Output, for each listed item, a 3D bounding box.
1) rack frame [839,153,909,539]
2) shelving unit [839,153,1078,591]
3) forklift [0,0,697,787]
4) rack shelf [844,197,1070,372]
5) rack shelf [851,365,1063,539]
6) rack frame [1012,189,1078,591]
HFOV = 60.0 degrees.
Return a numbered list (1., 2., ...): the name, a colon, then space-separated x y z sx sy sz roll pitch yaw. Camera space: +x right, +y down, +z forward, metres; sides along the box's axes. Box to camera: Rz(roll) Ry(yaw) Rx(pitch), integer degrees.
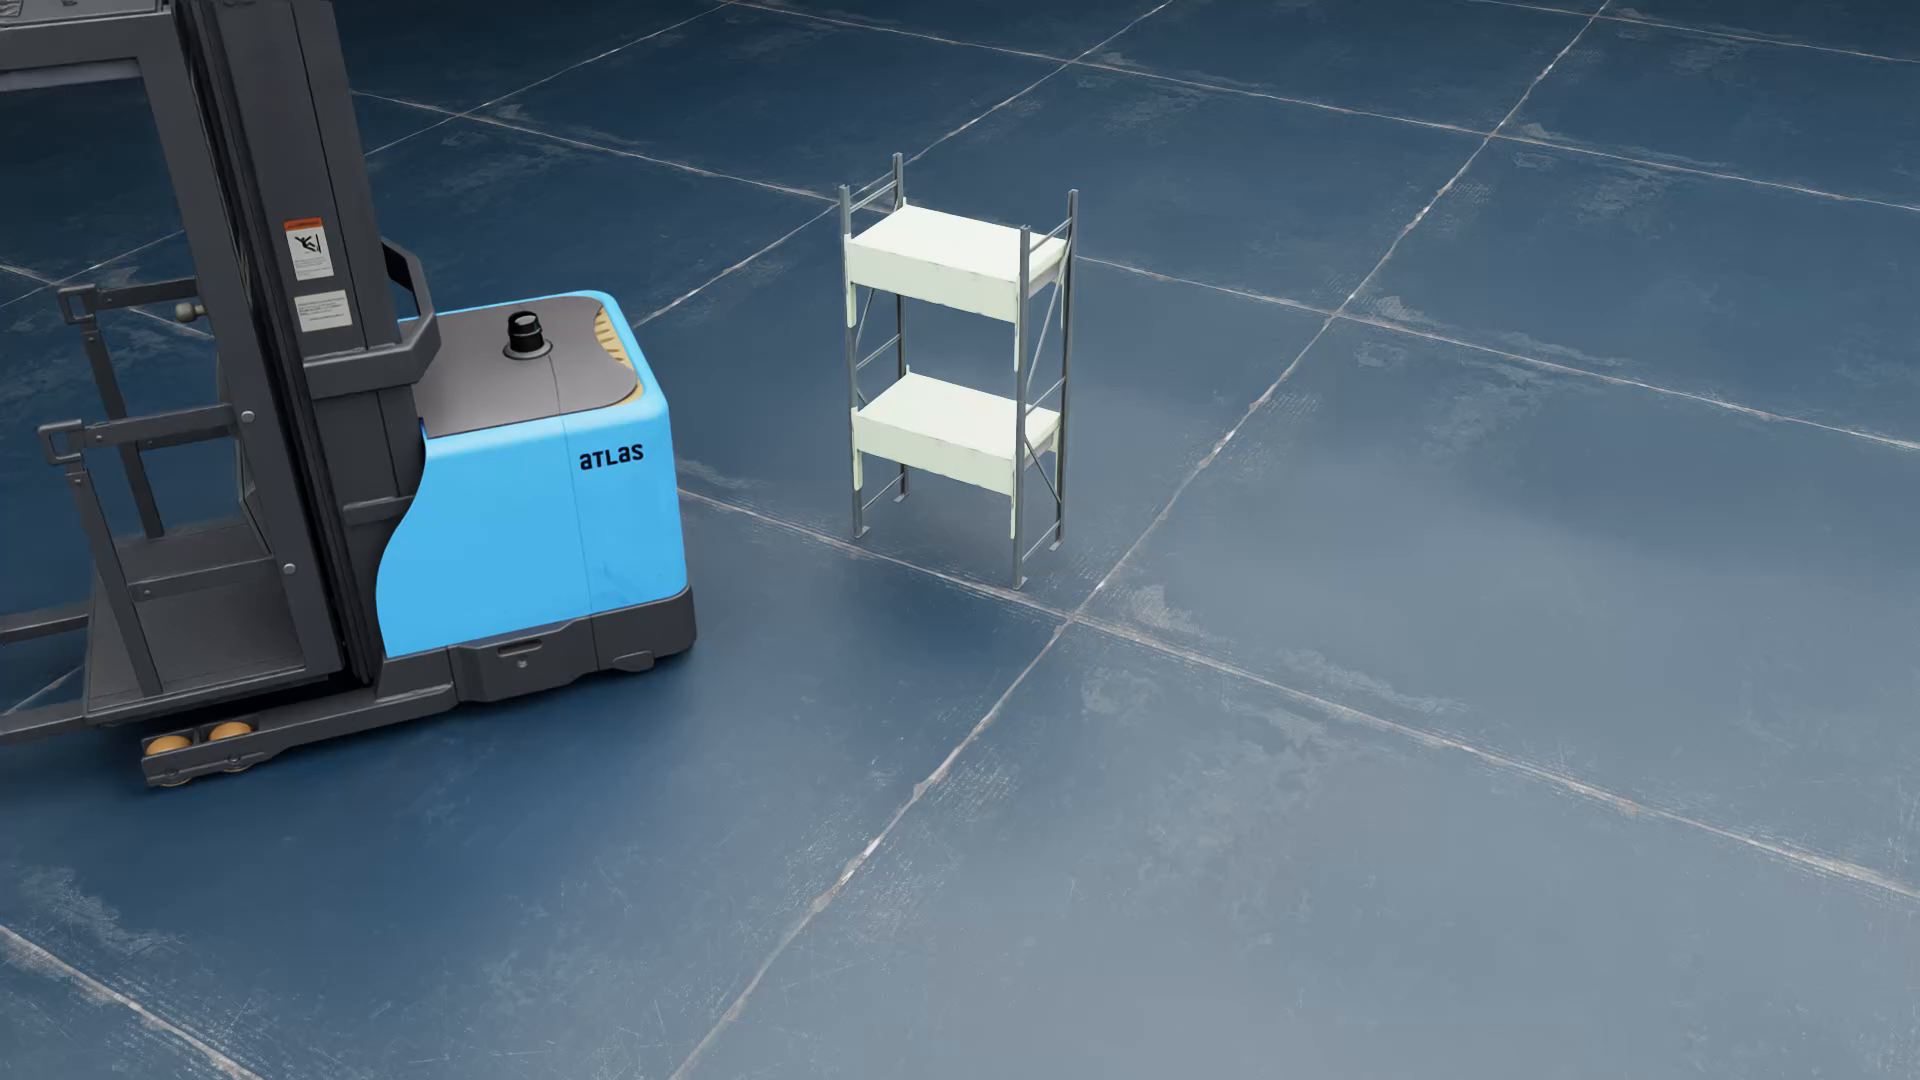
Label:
1. rack frame: -0.324 -0.727 6.488 0.023 1.500 0.400 18 37 24
2. shelving unit: -0.006 -0.626 6.337 0.755 1.500 0.431 18 37 24
3. forklift: -2.534 -0.735 5.209 3.031 2.935 1.130 -12 36 -18
4. rack shelf: -0.006 -0.951 6.121 0.720 0.370 0.431 18 37 24
5. rack shelf: -0.006 -0.355 6.518 0.720 0.370 0.431 18 37 24
6. rack frame: 0.312 -0.525 6.186 0.023 1.500 0.400 18 37 24
